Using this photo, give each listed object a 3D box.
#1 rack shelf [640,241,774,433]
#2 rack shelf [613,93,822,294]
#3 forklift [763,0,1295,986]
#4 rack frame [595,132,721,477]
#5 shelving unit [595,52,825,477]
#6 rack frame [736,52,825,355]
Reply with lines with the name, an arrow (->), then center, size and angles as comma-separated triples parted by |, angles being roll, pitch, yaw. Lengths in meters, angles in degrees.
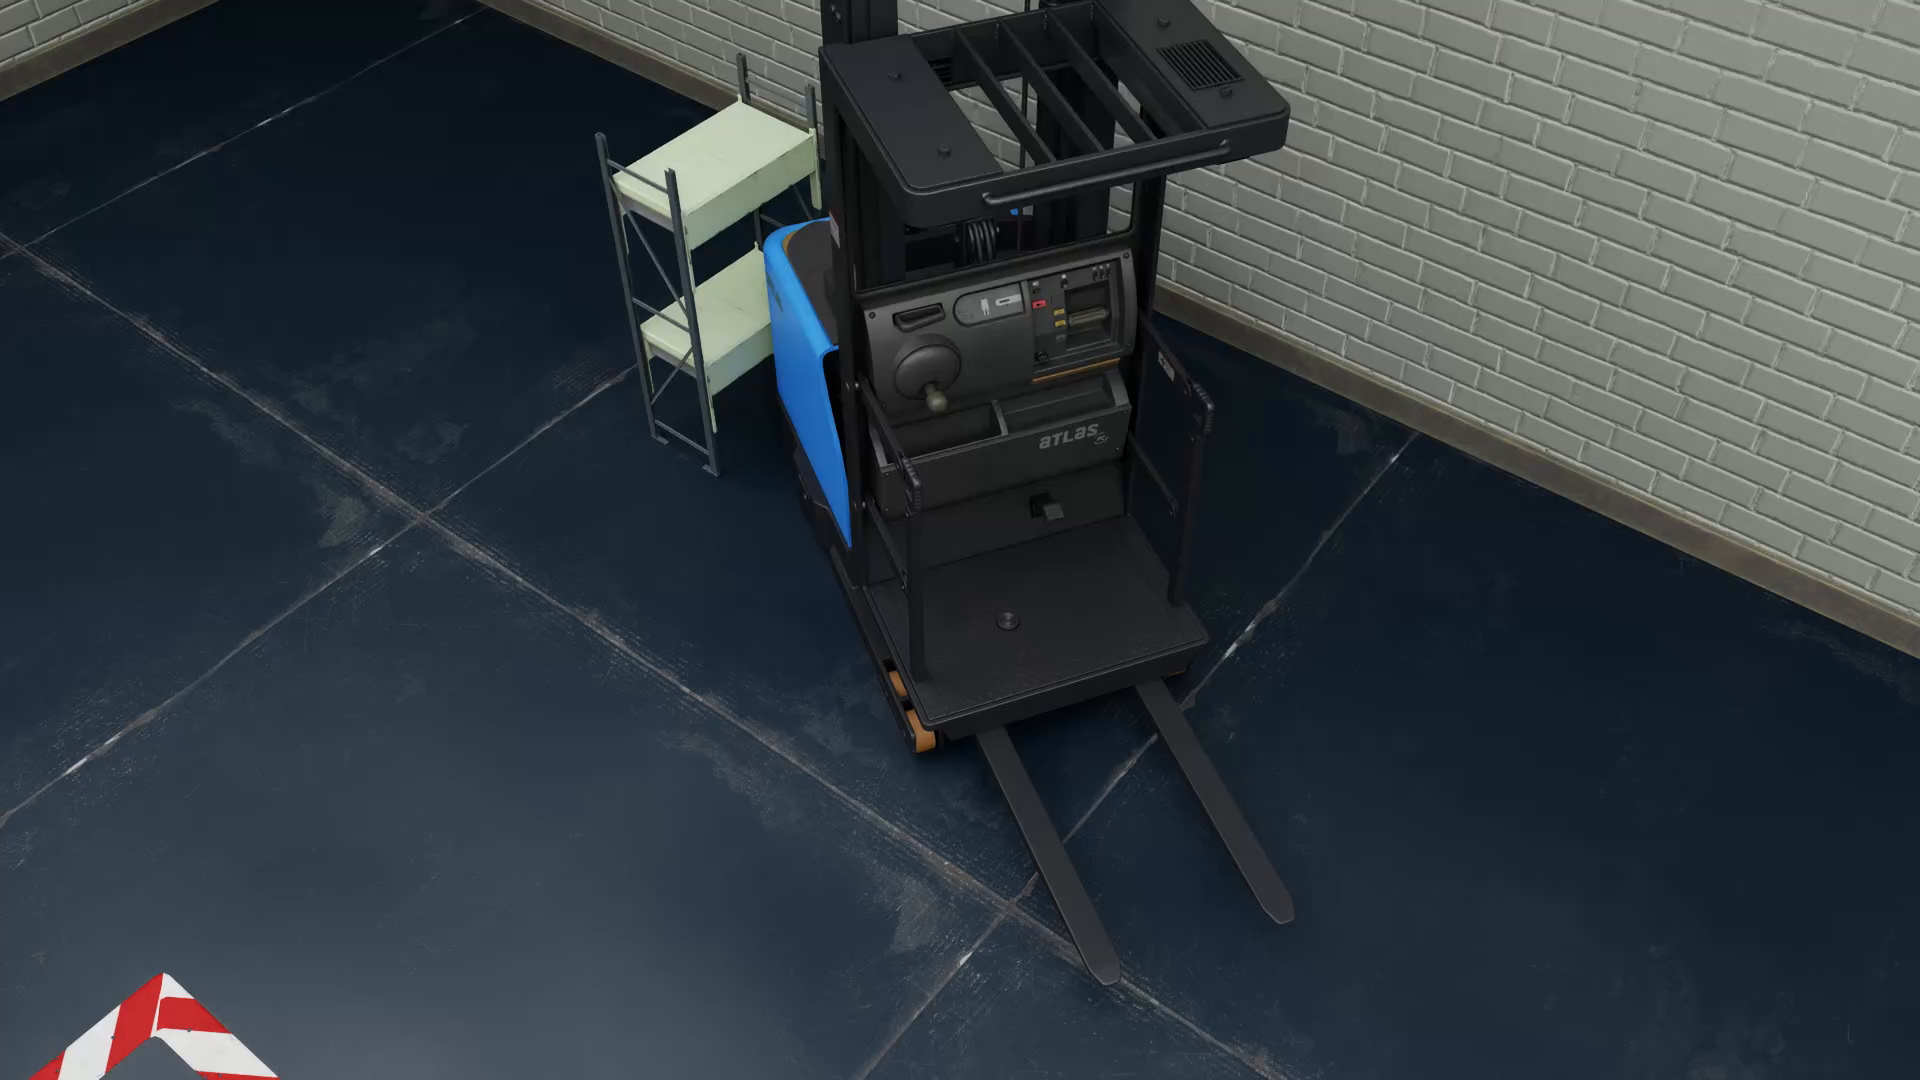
rack shelf -> -0.940, -0.859, 6.982 | 0.431, 0.370, 0.720 | 30, 53, 26
rack shelf -> -0.944, -1.356, 6.467 | 0.431, 0.370, 0.720 | 30, 53, 26
forklift -> 0.220, -0.591, 5.288 | 1.130, 2.935, 3.031 | -15, 48, -14
rack frame -> -1.173, -0.881, 6.552 | 0.400, 1.500, 0.023 | 30, 53, 26
shelving unit -> -0.942, -1.086, 6.748 | 0.431, 1.500, 0.755 | 30, 53, 26
rack frame -> -0.710, -1.290, 6.943 | 0.400, 1.500, 0.023 | 30, 53, 26
